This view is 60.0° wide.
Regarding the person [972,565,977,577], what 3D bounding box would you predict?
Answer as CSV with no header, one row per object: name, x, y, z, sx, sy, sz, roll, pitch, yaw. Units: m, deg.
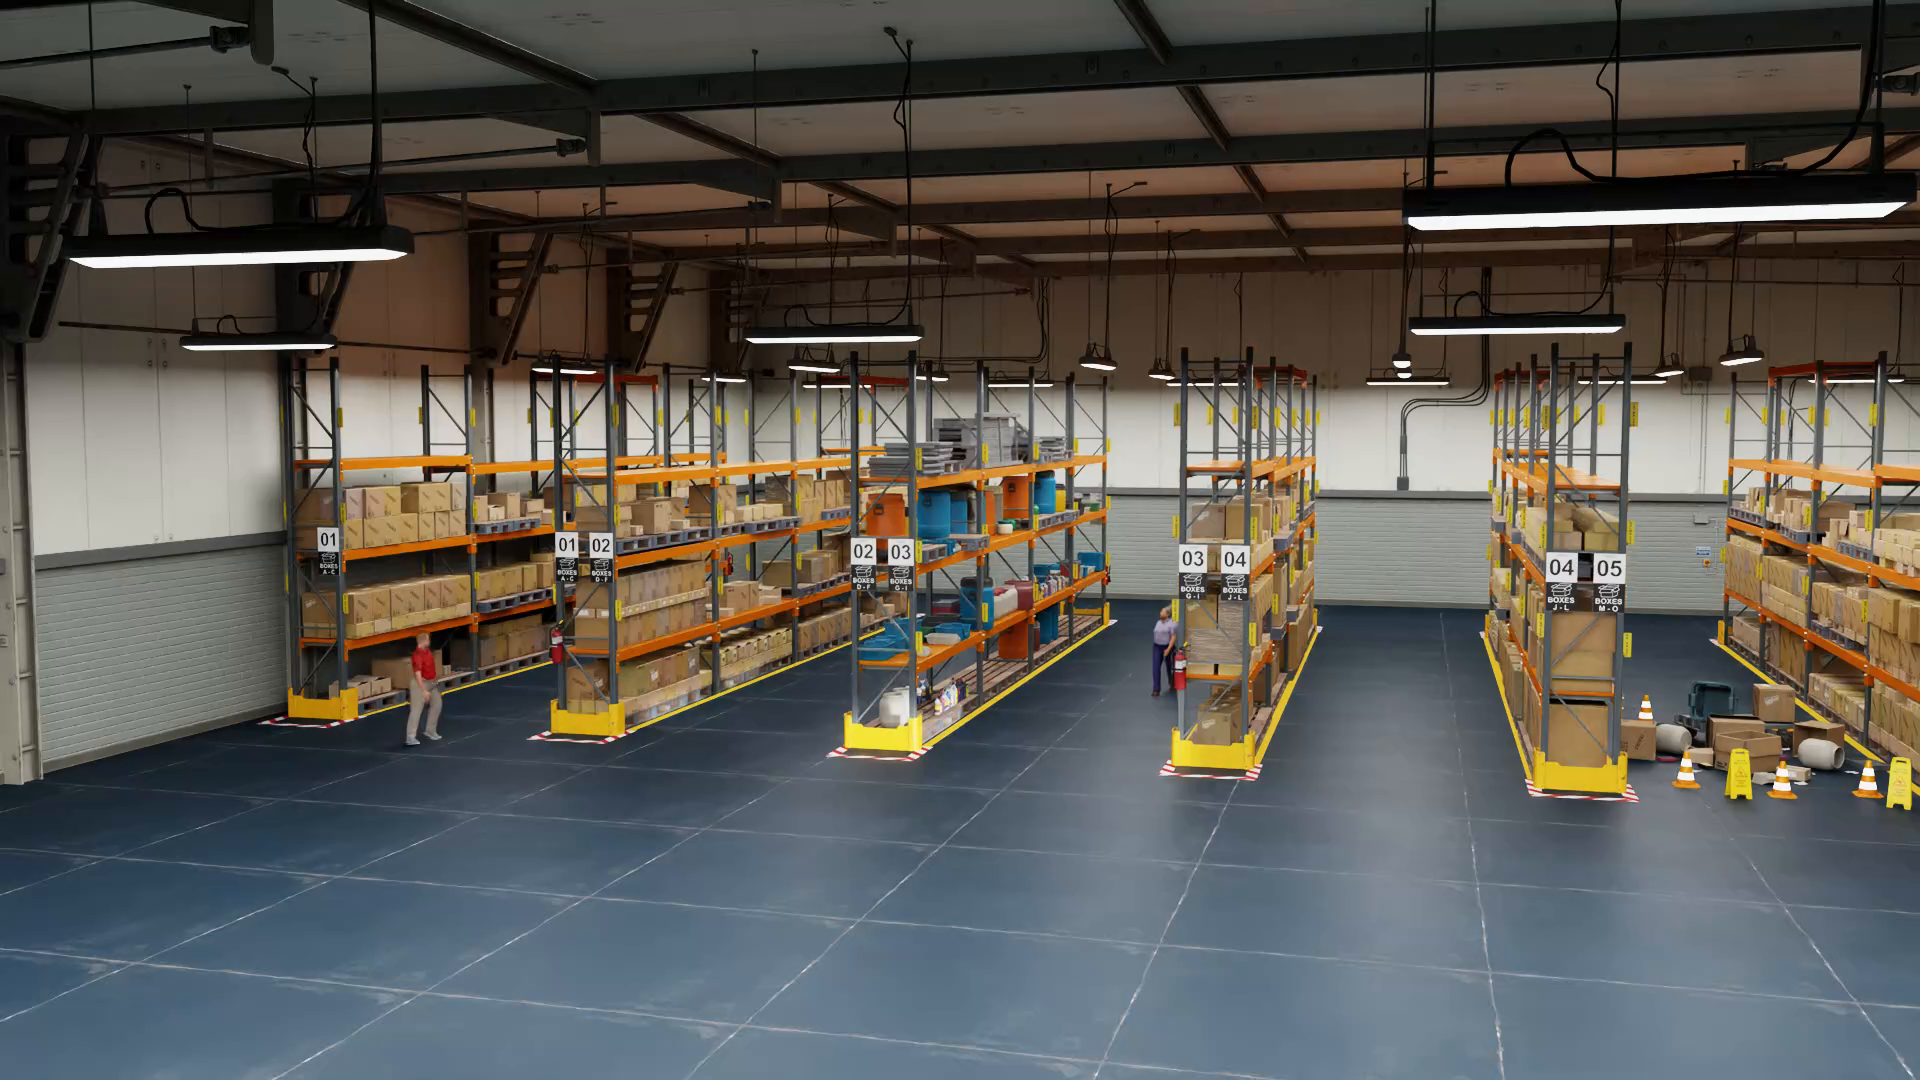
person,0.348,1.405,36.900,0.563,1.742,0.532,2,5,28

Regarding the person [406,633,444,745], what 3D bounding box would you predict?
person,-8.255,2.287,25.639,0.487,1.758,0.684,1,4,9

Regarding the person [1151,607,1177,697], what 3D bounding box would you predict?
person,3.700,1.999,30.048,0.449,1.589,0.976,1,4,15
